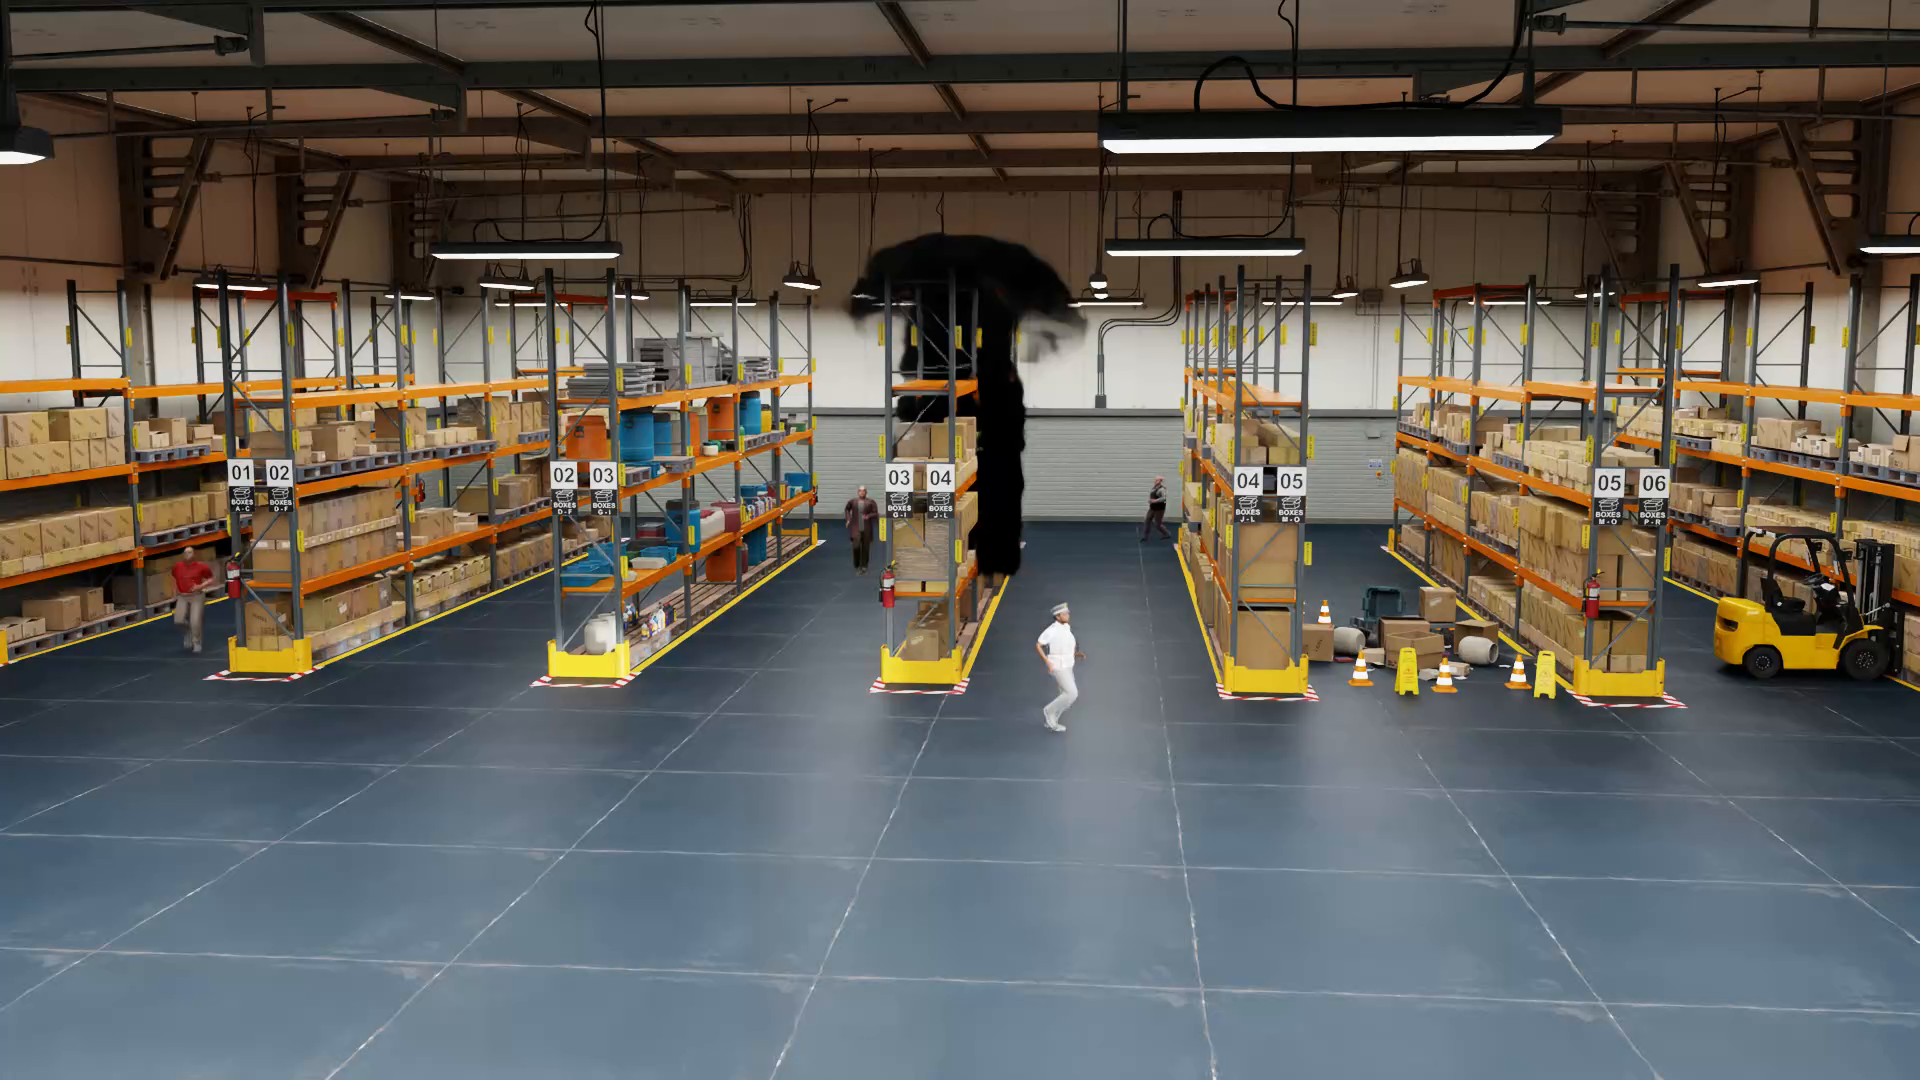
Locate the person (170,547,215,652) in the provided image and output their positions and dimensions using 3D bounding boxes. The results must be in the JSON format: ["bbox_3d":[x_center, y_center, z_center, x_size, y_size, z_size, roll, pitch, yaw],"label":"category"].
[{"bbox_3d":[-12.242,0.952,26.461,0.710,1.697,0.563,-1,7,-6],"label":"person"}]

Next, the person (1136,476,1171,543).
[{"bbox_3d":[4.829,-0.734,40.486,0.866,1.690,0.759,-3,7,-20],"label":"person"}]

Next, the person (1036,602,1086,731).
[{"bbox_3d":[1.325,1.616,21.114,0.577,1.660,0.562,4,8,31],"label":"person"}]

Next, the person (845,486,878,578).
[{"bbox_3d":[-1.963,-0.163,33.102,0.682,1.837,0.737,0,7,-2],"label":"person"}]
